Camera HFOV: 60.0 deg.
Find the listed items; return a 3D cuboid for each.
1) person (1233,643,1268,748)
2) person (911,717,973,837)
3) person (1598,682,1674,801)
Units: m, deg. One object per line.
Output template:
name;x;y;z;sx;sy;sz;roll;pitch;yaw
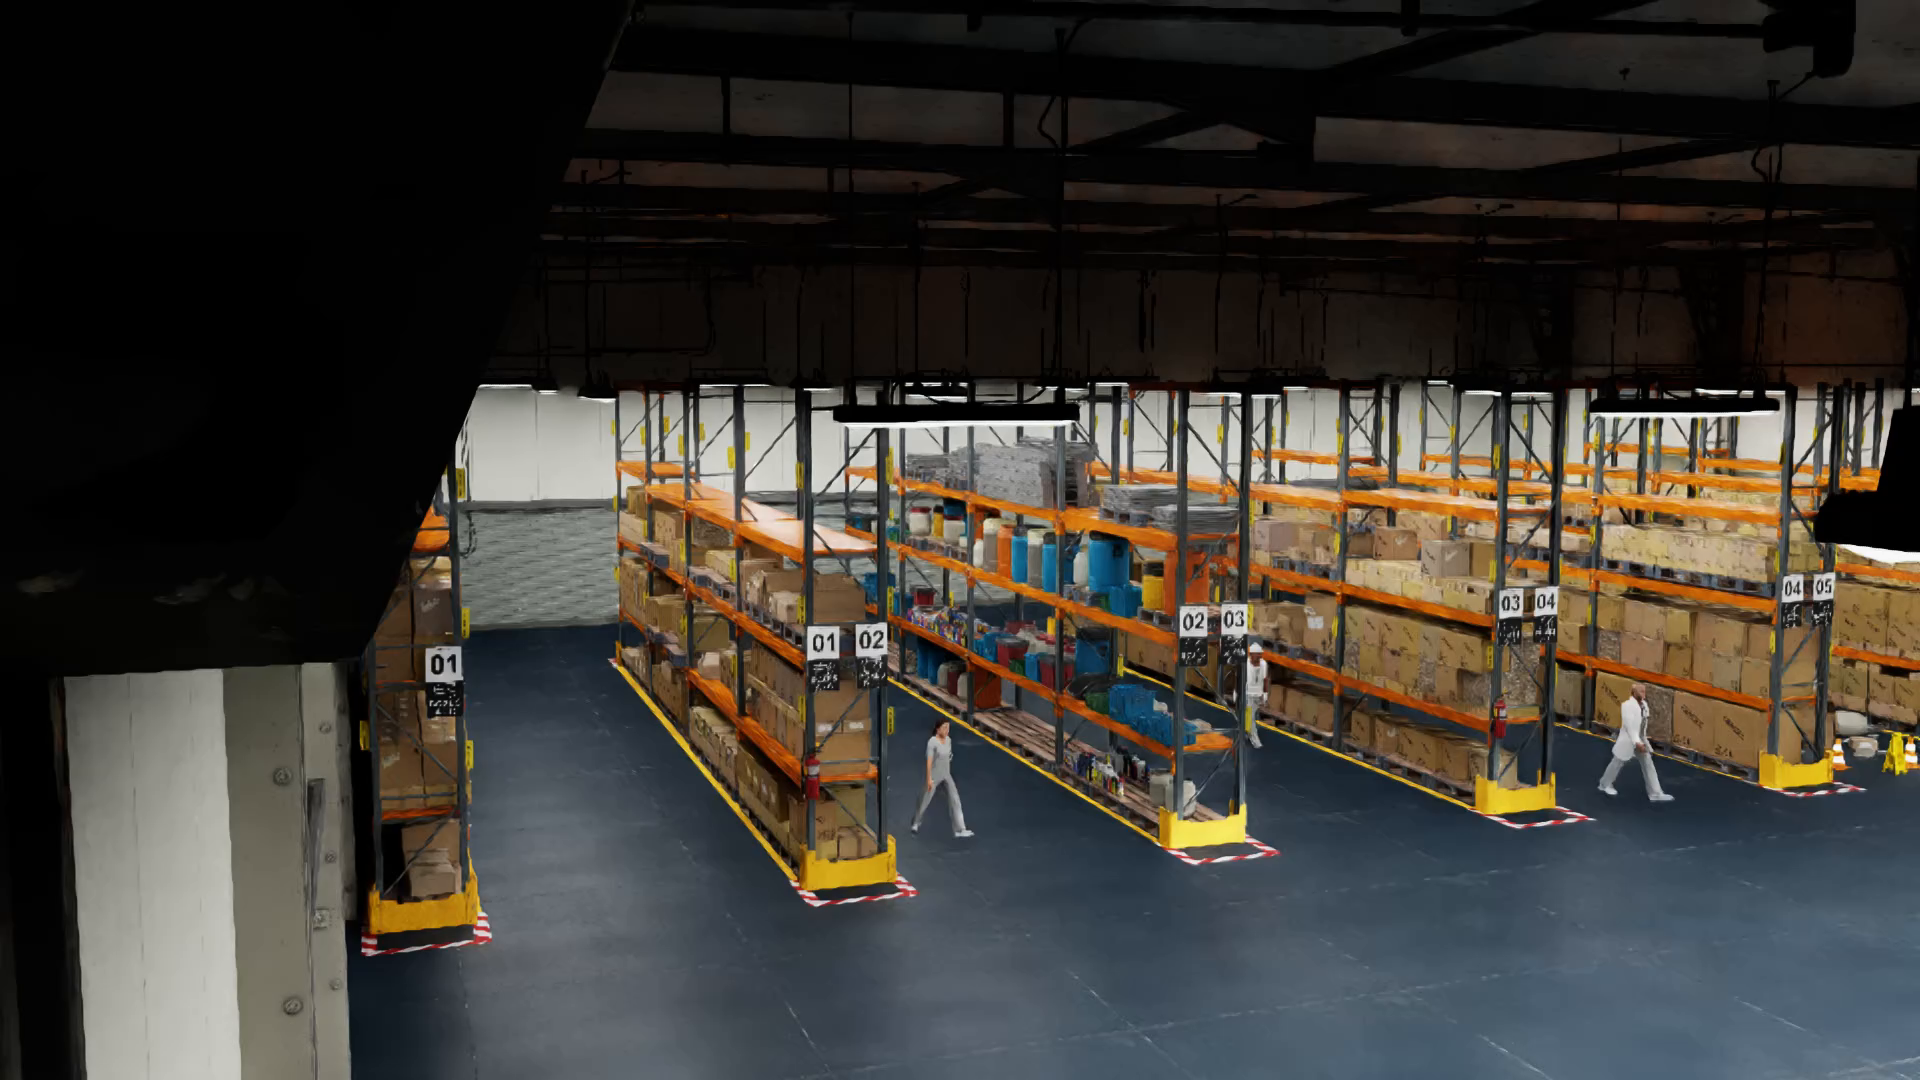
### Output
person;4.881;2.549;27.636;0.563;1.707;1.127;-2;6;-22
person;-0.279;3.172;22.324;0.483;1.622;0.950;-5;8;-42
person;9.799;2.911;24.143;0.580;1.715;1.104;-3;7;-28
